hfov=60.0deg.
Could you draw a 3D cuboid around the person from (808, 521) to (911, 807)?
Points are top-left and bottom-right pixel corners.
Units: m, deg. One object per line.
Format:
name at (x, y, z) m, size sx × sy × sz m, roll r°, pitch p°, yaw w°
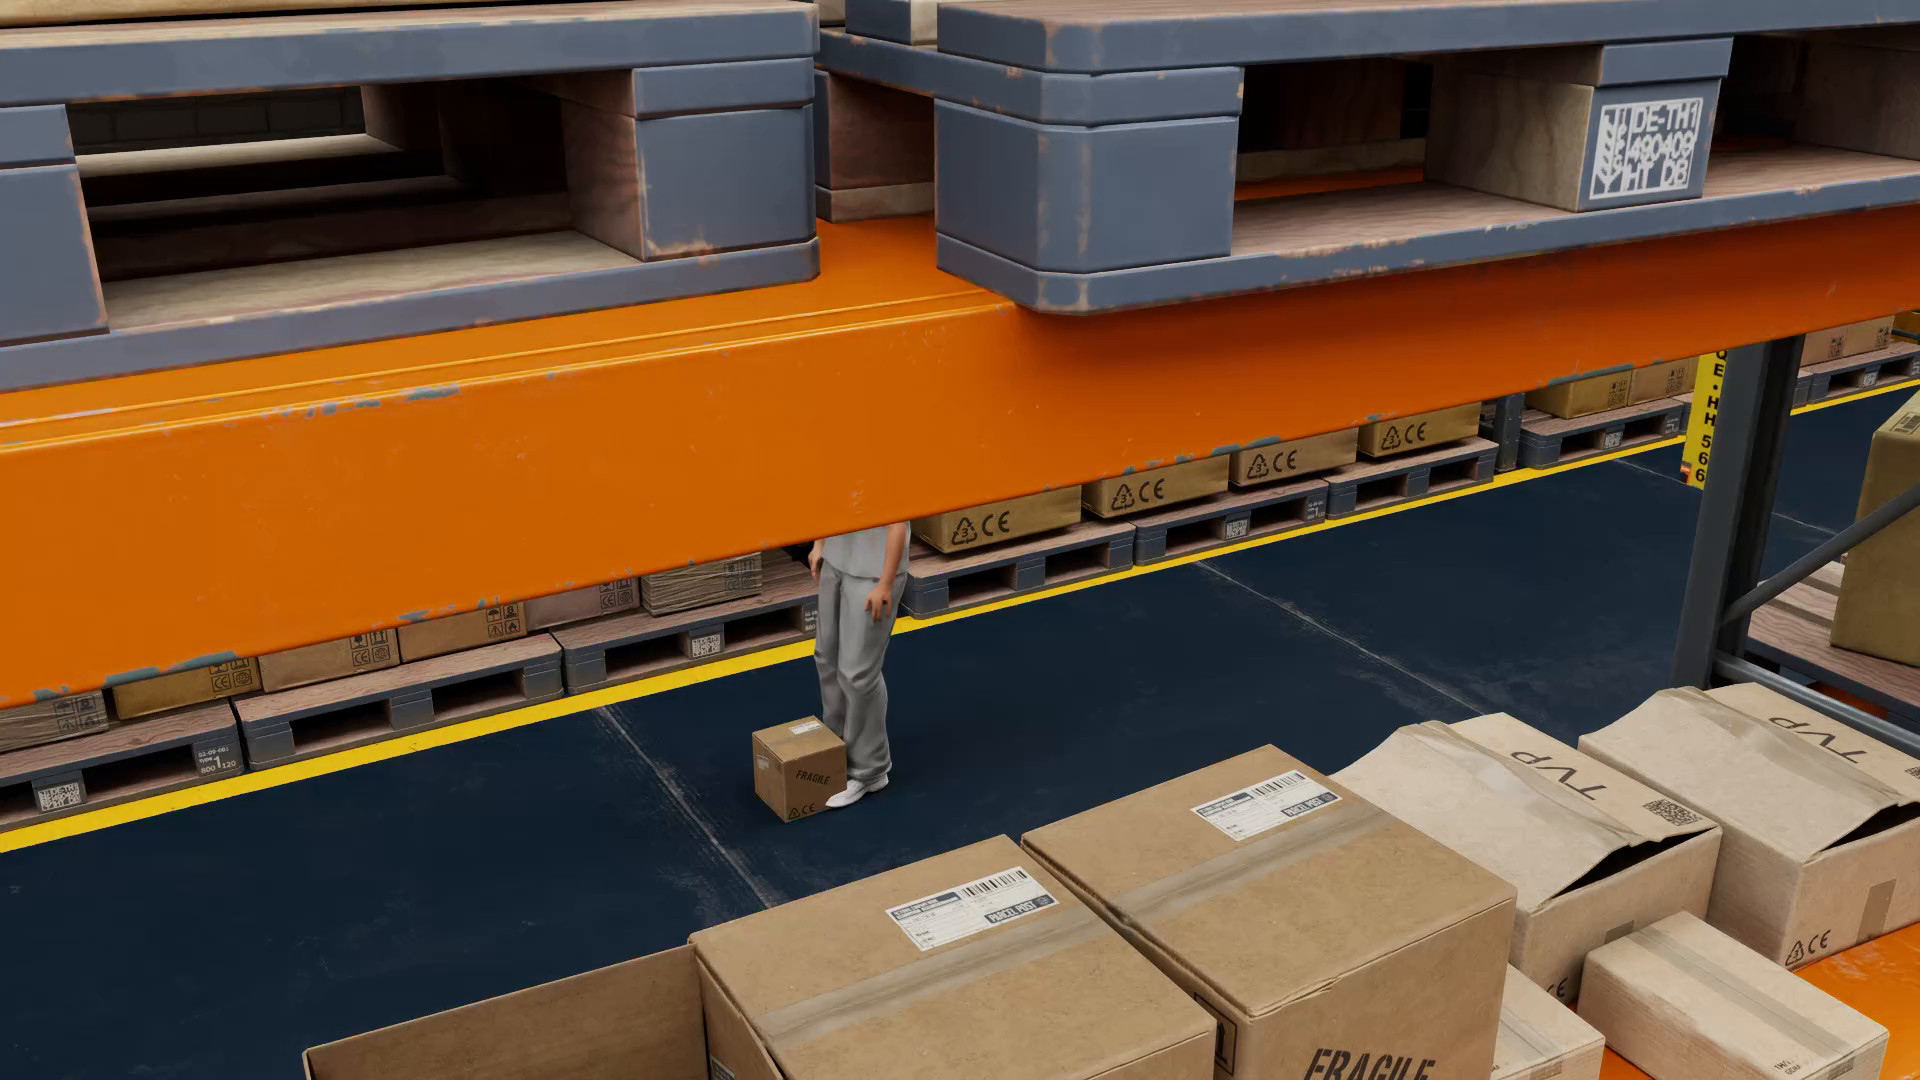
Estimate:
person at (-0.389, 0.112, 5.811) m, size 0.415 × 1.672 × 0.495 m, roll -14°, pitch 26°, yaw -31°
